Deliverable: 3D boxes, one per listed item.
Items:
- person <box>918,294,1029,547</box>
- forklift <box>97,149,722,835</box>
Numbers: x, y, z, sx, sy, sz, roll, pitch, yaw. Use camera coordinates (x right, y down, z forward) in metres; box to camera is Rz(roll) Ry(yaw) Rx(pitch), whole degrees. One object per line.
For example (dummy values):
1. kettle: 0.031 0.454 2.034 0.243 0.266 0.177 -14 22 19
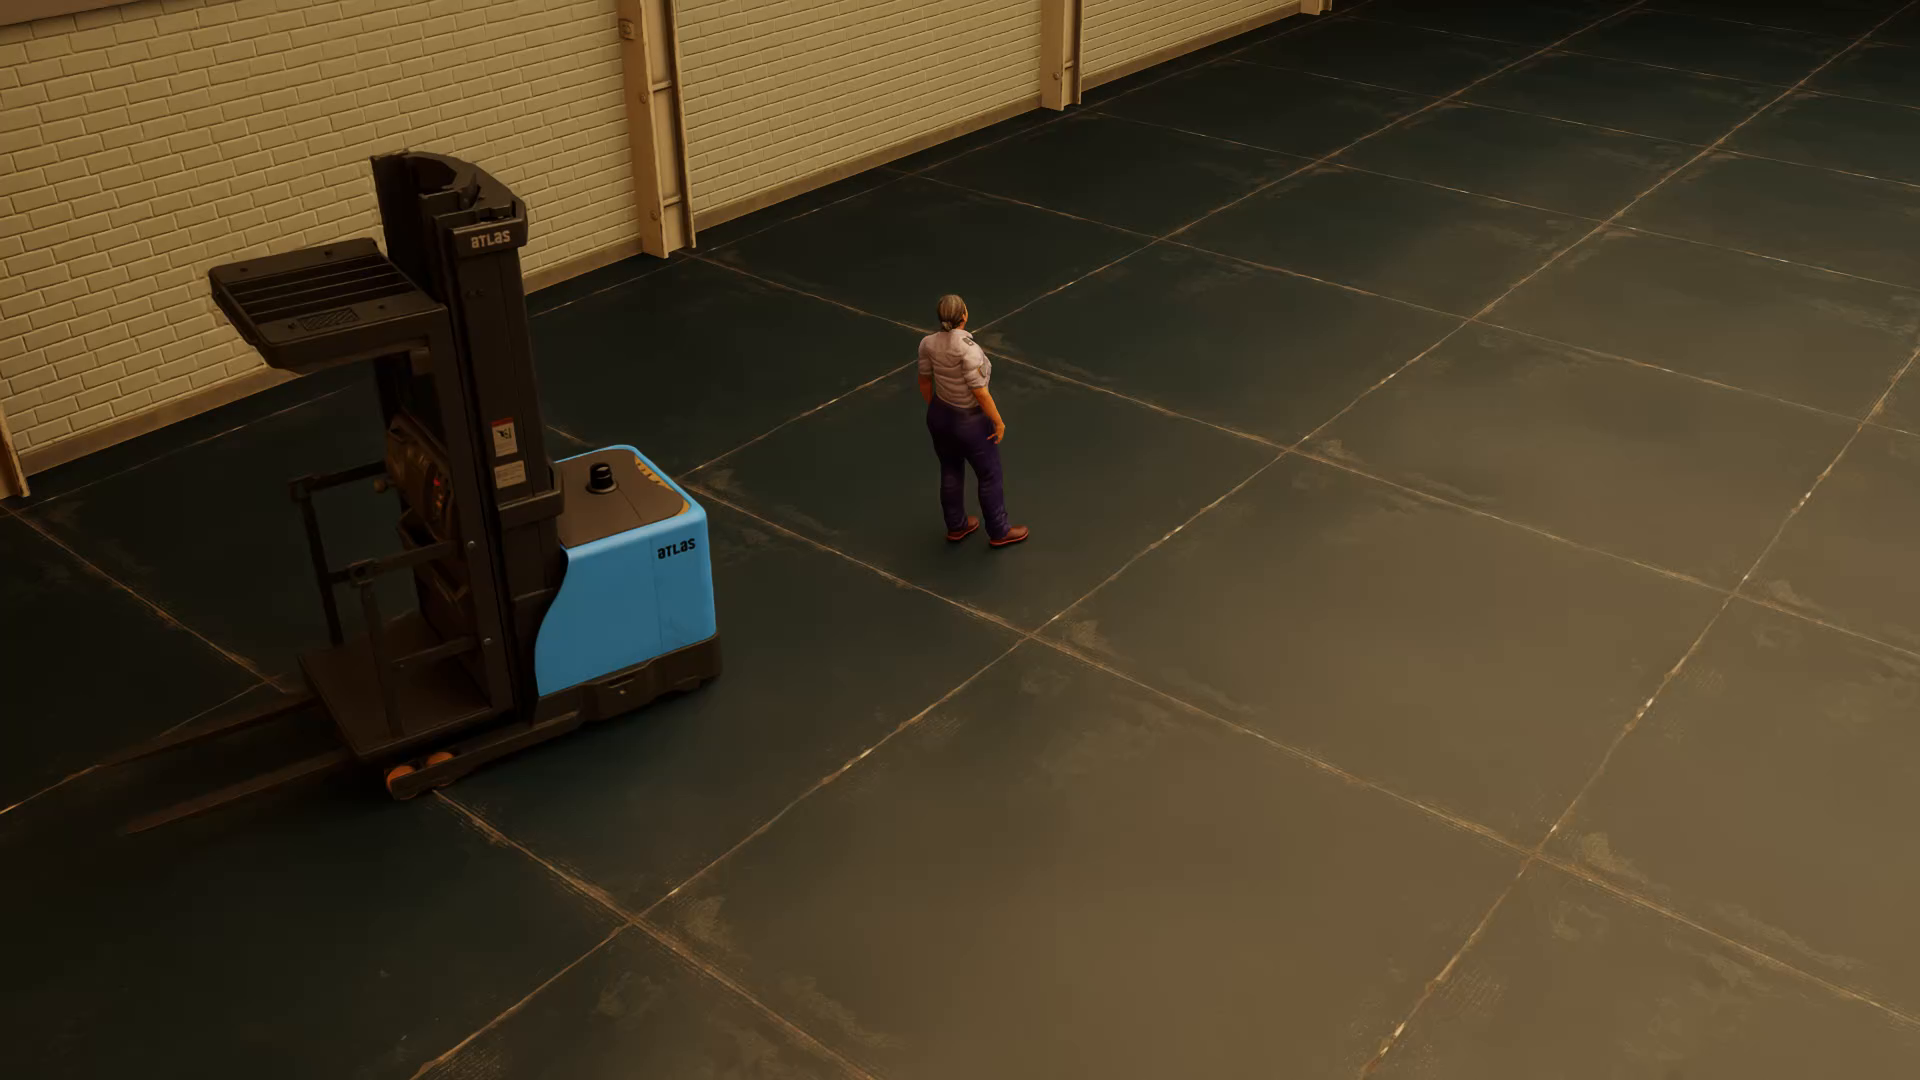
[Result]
1. person: 0.075 -0.745 10.129 0.598 1.651 0.502 22 37 33
2. forklift: -2.814 -0.276 8.067 3.031 2.935 1.130 -19 35 -29
